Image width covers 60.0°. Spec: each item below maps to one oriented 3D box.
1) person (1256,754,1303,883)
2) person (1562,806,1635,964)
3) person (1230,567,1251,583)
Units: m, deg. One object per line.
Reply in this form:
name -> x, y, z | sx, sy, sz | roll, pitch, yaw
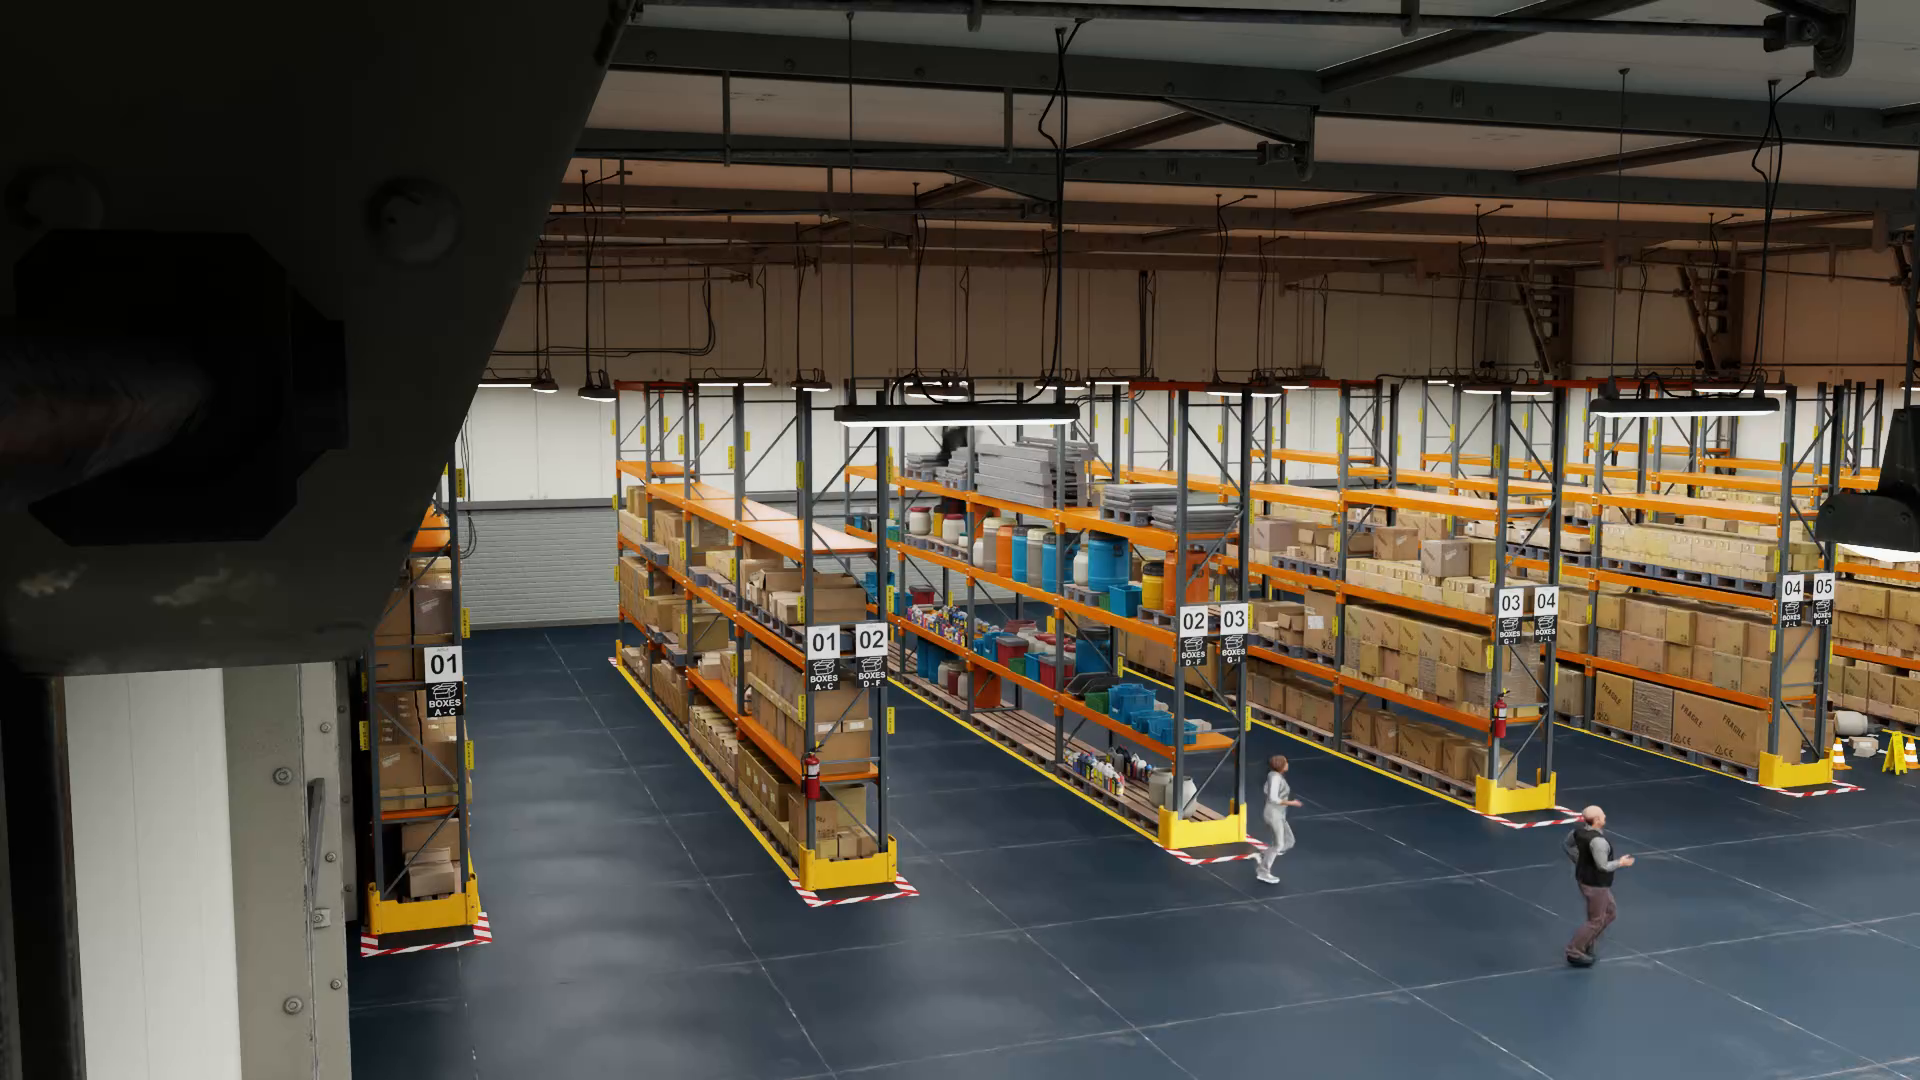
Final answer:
person -> 3.932, 3.406, 20.440 | 0.551, 1.552, 0.550 | 2, 6, 14
person -> 6.717, 3.639, 17.500 | 0.658, 1.728, 0.641 | 0, 6, 3
person -> 6.891, 1.107, 41.274 | 0.592, 1.704, 0.768 | -3, 7, -26
